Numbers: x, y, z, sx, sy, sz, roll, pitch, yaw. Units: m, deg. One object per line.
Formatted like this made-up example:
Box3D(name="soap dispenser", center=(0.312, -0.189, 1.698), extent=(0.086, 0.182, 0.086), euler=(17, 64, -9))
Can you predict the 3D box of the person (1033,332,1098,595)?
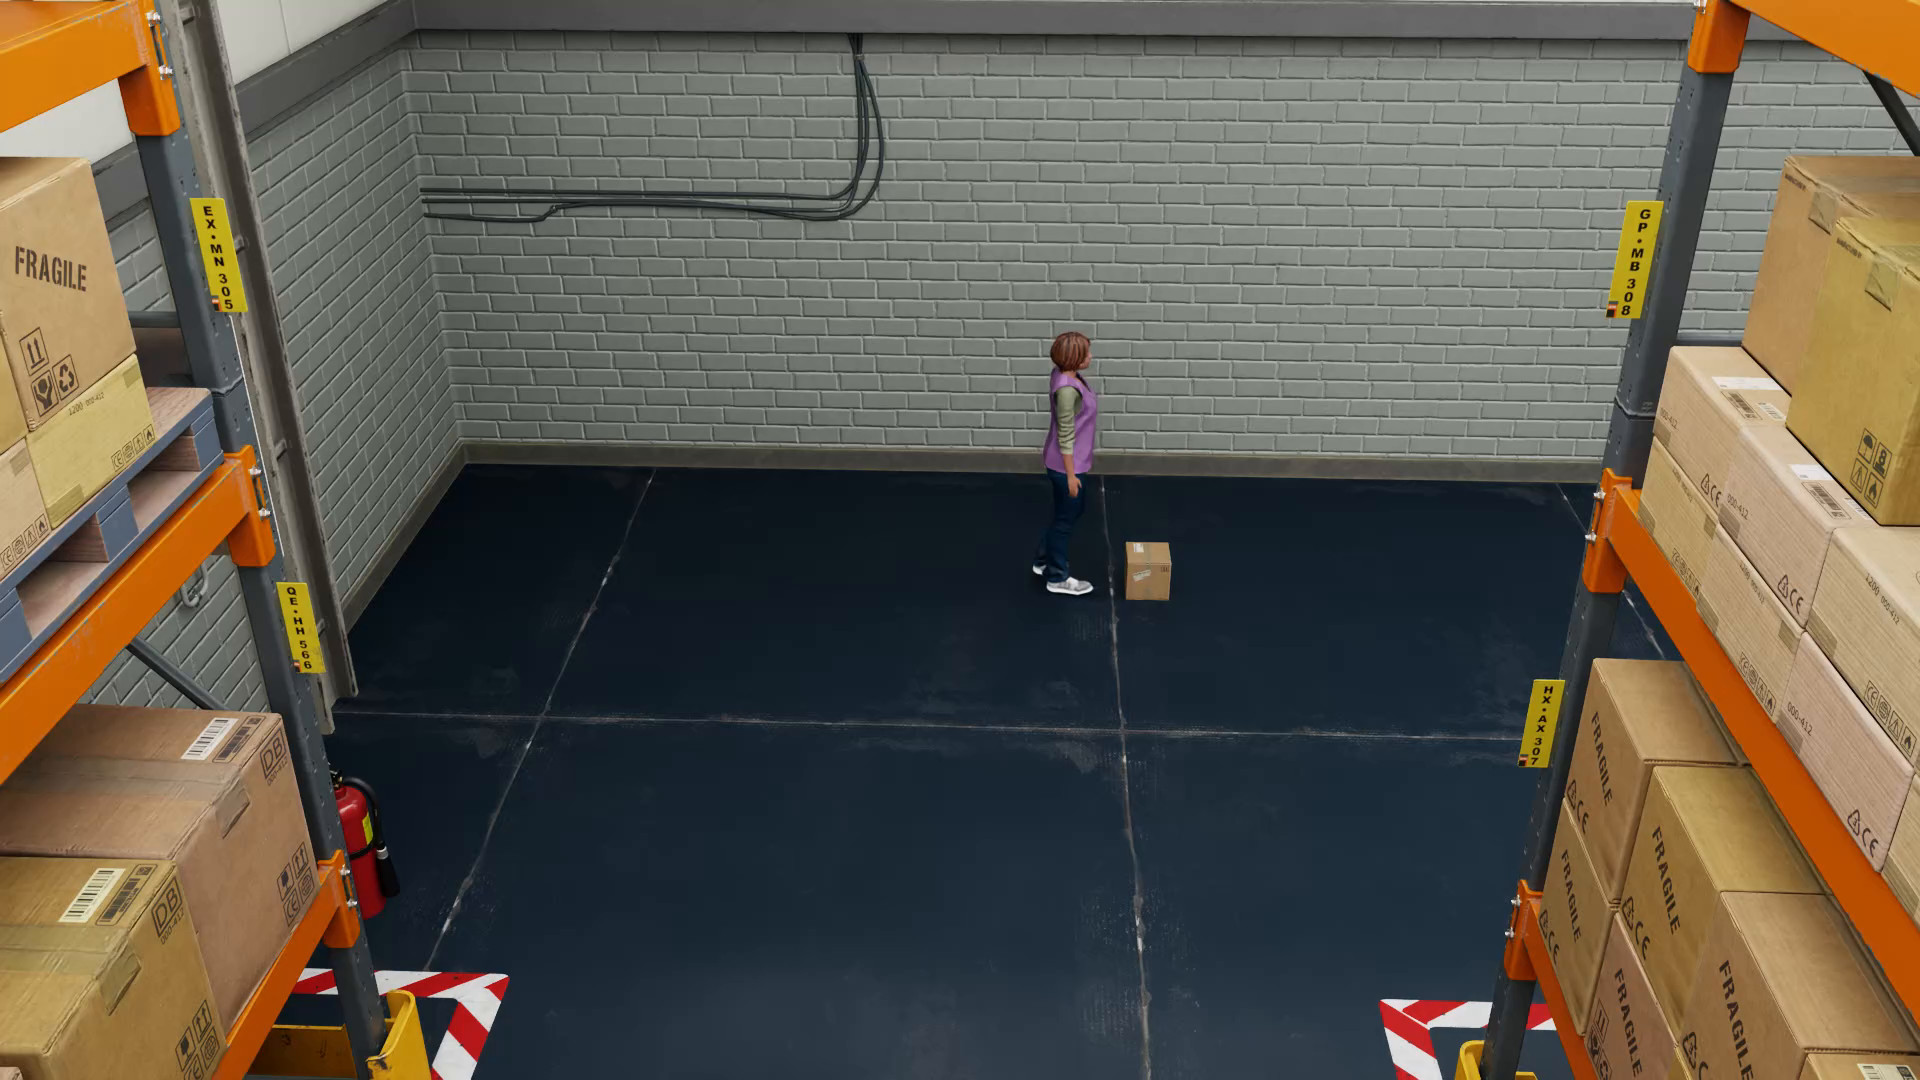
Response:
Box3D(name="person", center=(0.604, -0.439, 9.414), extent=(0.352, 1.596, 0.422), euler=(1, 28, 2))
